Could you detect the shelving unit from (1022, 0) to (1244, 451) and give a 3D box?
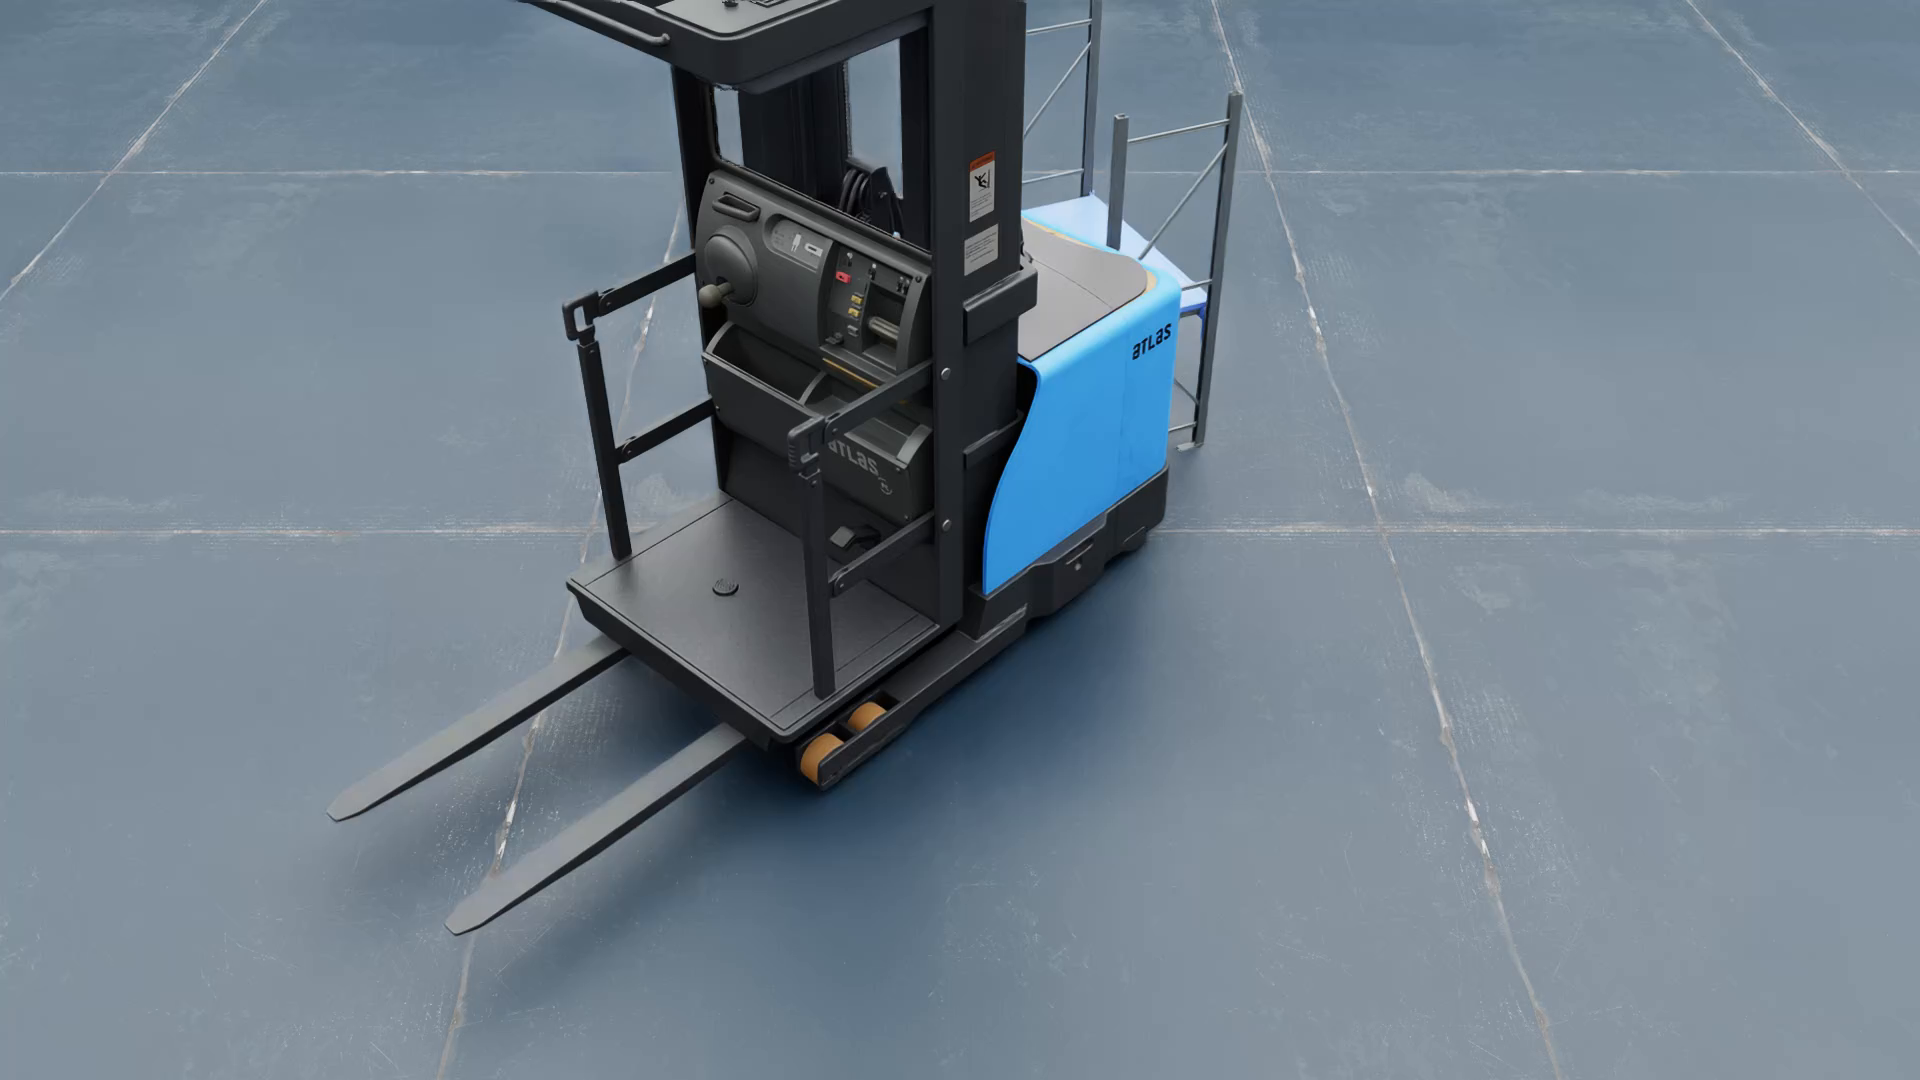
[{"bbox_3d":[0.541,-1.202,6.551,0.538,1.500,1.048,-16,41,-19],"label":"shelving unit"}]

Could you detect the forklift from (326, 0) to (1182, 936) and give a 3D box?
[{"bbox_3d":[-0.597,-0.725,4.811,1.130,2.935,3.031,30,47,32],"label":"forklift"}]

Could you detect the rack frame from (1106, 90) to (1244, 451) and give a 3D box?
[{"bbox_3d":[0.756,-0.914,6.191,0.500,1.500,0.032,-16,41,-19],"label":"rack frame"}]

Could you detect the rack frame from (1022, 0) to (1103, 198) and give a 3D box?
[{"bbox_3d":[0.327,-1.491,6.911,0.500,1.500,0.032,-16,41,-19],"label":"rack frame"}]

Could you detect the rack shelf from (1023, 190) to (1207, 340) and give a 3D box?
[{"bbox_3d":[0.541,-1.062,6.663,0.538,0.185,1.000,-16,41,-19],"label":"rack shelf"}]
